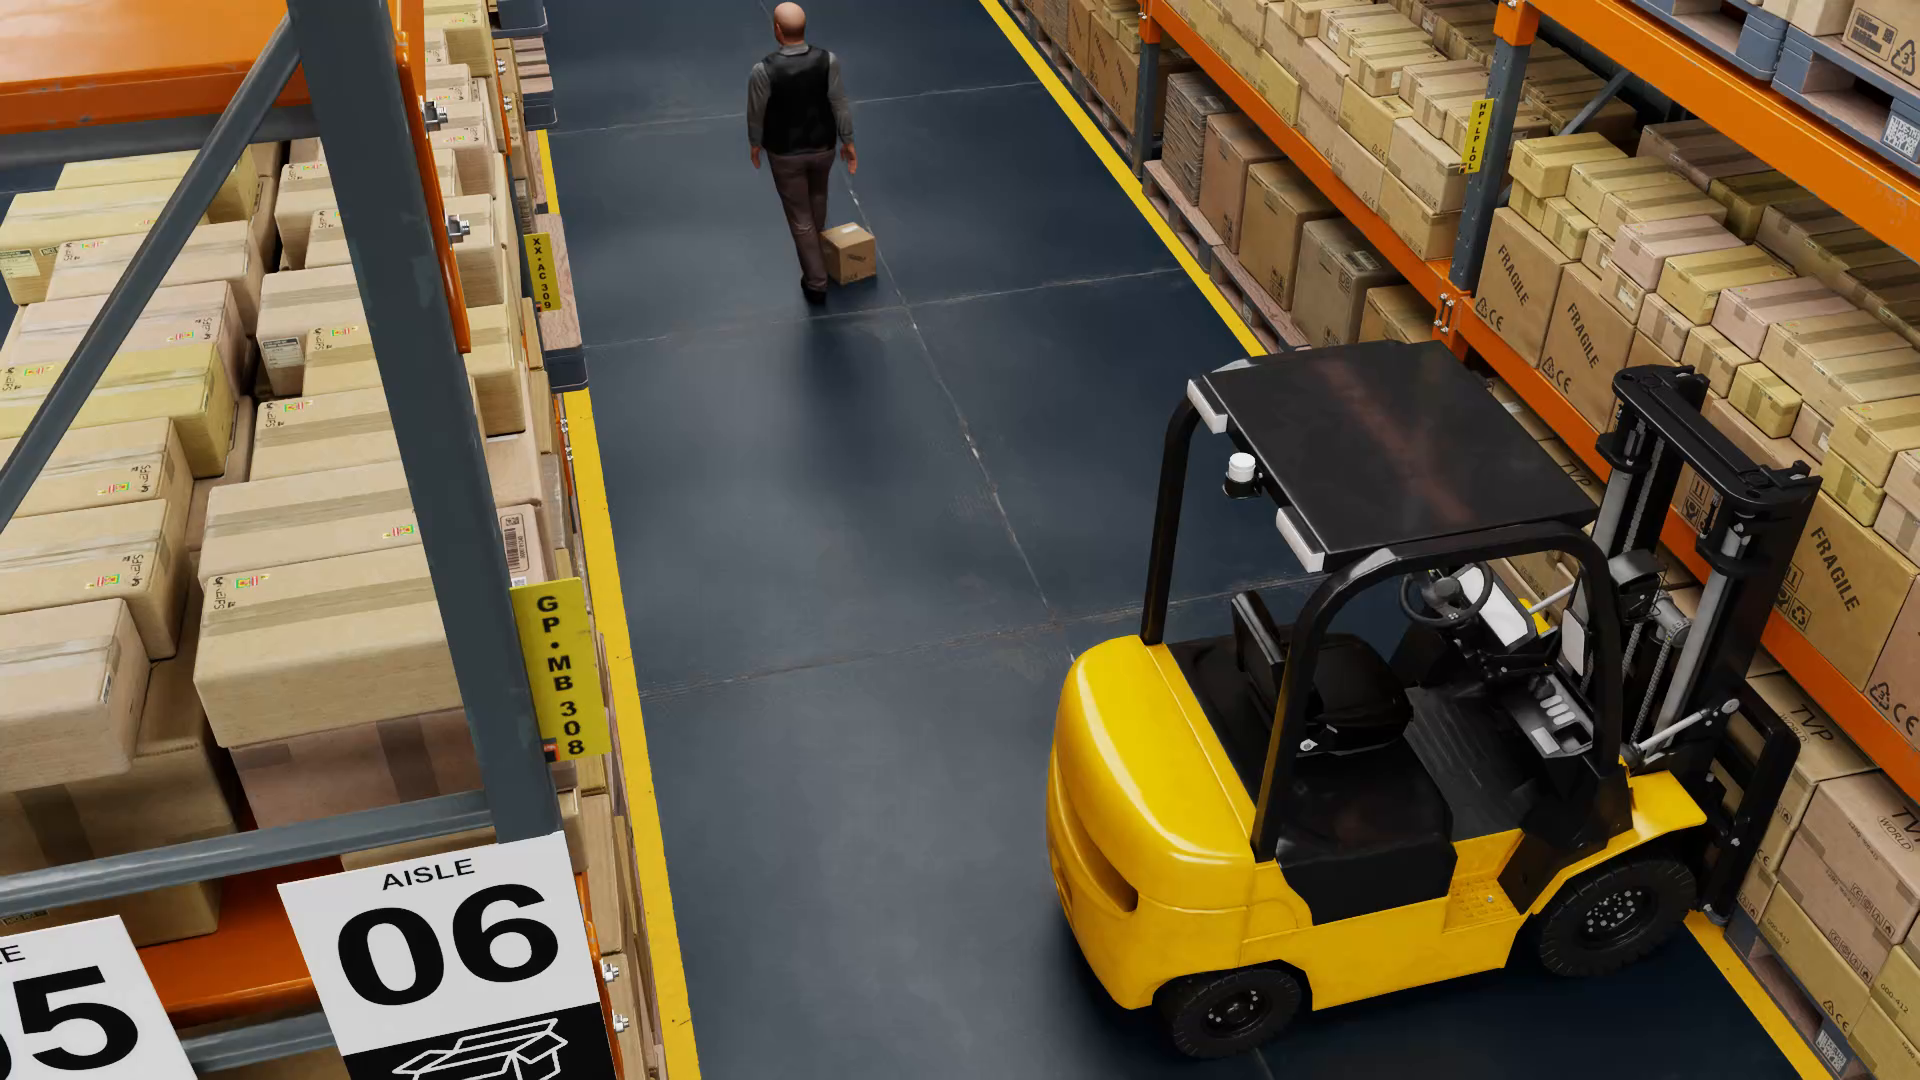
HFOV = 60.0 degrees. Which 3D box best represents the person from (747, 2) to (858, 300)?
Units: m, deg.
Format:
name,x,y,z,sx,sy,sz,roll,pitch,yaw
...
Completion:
name,x,y,z,sx,sy,sz,roll,pitch,yaw
person,-0.956,-2.296,9.686,0.590,1.729,0.822,-16,41,-19
